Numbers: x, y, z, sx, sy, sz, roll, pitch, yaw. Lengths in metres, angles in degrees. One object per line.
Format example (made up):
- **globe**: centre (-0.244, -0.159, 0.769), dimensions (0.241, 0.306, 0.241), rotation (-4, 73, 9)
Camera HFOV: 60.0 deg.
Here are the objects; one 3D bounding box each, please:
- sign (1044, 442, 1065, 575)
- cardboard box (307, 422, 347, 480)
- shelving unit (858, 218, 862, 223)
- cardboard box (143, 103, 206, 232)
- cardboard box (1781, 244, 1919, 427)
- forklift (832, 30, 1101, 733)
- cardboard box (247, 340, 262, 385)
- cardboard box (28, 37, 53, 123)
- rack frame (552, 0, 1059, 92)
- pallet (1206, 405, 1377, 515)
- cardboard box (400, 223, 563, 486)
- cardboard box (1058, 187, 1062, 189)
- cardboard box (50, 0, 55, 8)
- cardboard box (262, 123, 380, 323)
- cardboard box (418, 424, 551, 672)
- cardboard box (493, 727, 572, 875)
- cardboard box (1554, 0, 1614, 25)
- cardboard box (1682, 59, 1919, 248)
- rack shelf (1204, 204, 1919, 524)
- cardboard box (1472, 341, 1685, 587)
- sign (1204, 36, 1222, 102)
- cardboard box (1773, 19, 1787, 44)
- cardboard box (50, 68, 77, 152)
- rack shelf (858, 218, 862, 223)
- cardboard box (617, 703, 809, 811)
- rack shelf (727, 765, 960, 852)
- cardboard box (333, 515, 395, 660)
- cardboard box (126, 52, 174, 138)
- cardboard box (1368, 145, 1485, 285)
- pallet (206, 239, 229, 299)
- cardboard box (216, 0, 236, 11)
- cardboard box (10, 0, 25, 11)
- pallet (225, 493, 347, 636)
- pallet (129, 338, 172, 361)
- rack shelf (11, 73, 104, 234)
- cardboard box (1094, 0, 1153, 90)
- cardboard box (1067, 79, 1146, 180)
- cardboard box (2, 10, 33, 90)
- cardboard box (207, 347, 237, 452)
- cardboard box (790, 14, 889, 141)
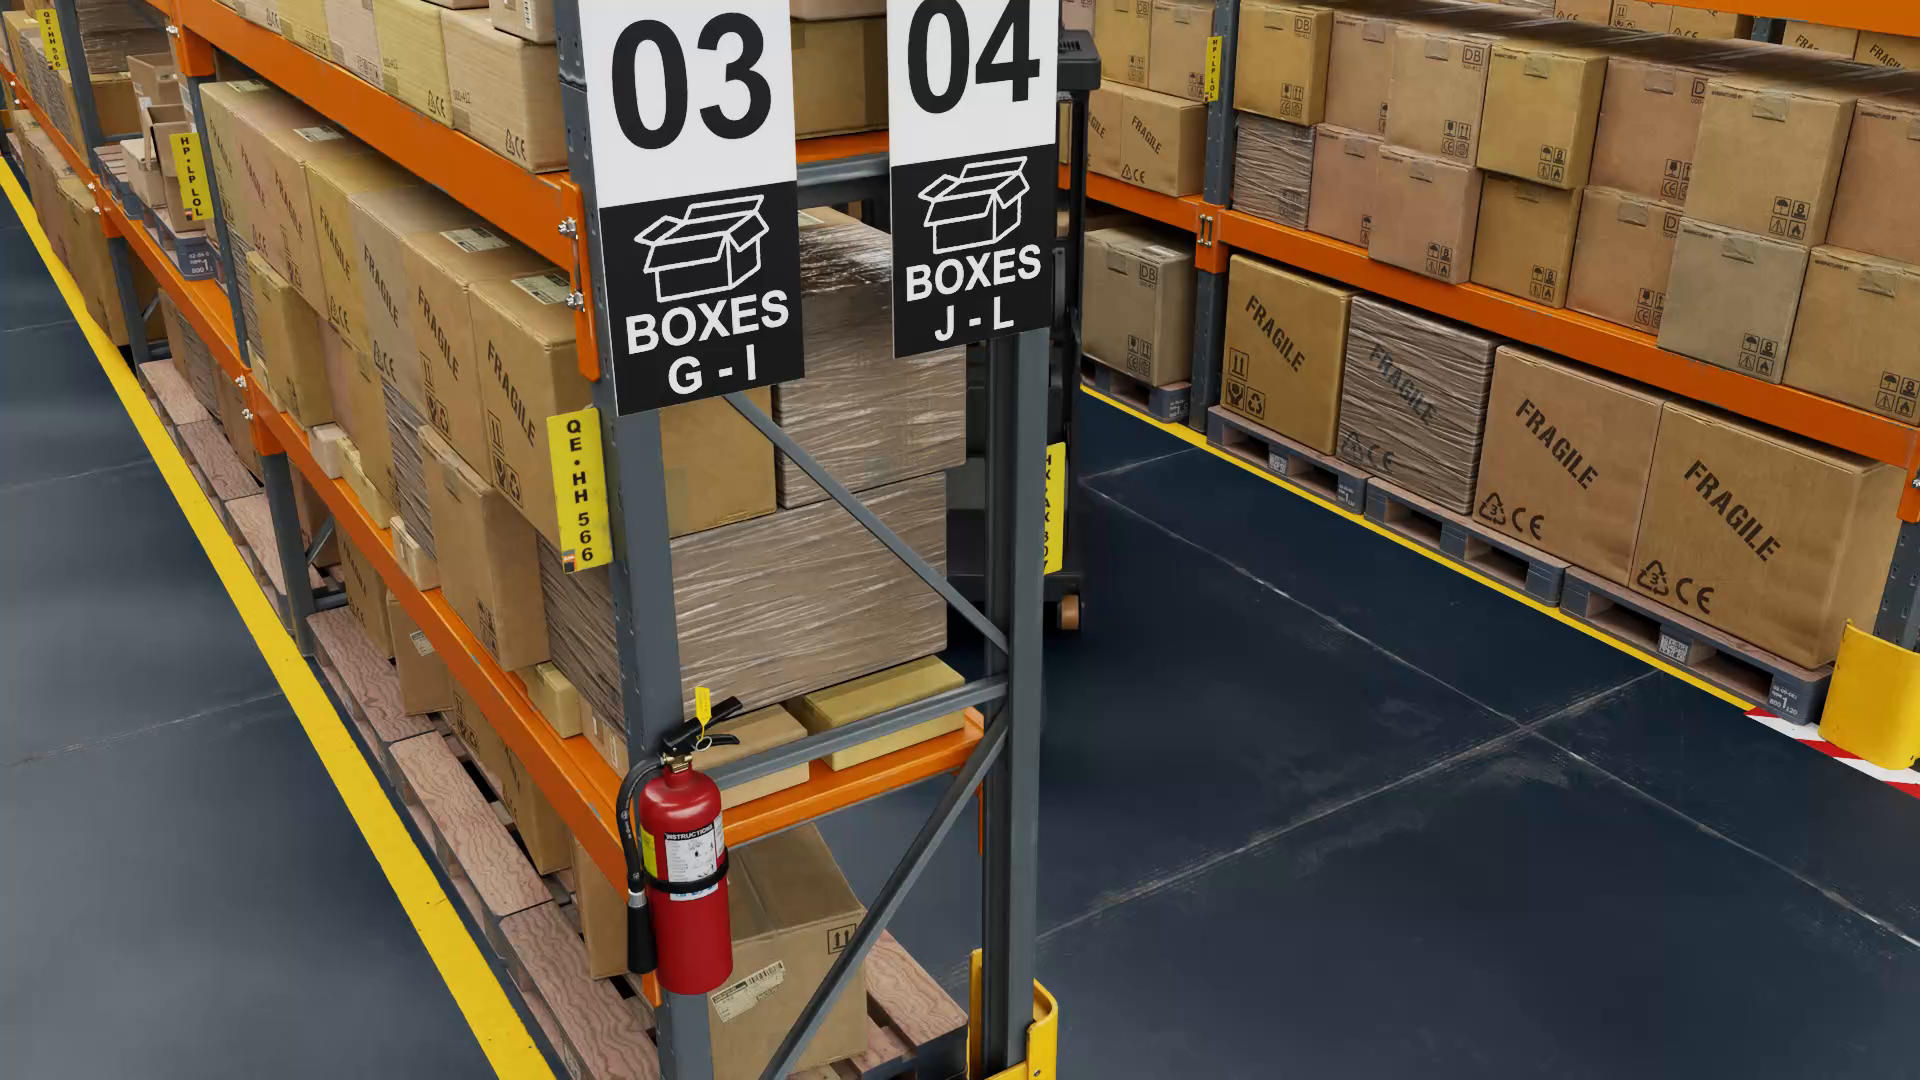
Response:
- **sign**: centre (0.199, -0.066, 3.863), dimensions (0.100, 0.325, 0.005), rotation (-16, 29, -30)
- **cardboard box**: centre (-2.042, -0.357, 5.786), dimensions (0.380, 0.149, 0.250), rotation (-16, 29, -30)
- **shelving unit**: centre (4.503, -4.089, 10.765), dimensions (11.805, 5.066, 0.494), rotation (-14, 29, -27)
- **cardboard box**: centre (-3.463, -1.814, 7.966), dimensions (0.797, 0.503, 0.637), rotation (-12, 28, -24)
- **cardboard box**: centre (3.715, -0.858, 6.378), dimensions (0.875, 0.550, 0.550), rotation (-16, 29, -30)
- **forklift**: centre (-0.012, -1.055, 7.052), dimensions (1.121, 2.935, 3.031), rotation (0, 25, 1)
- **cardboard box**: centre (-2.574, -0.718, 6.552), dimensions (0.380, 0.149, 0.250), rotation (-16, 29, -30)
- **cardboard box**: centre (-5.930, -3.121, 11.229), dimensions (0.500, 0.500, 0.500), rotation (-15, 29, -29)
- **rack frame**: centre (-0.256, -2.261, 2.499), dimensions (1.000, 3.000, 0.127), rotation (-16, 29, -30)
- **pallet**: centre (2.121, -0.548, 9.163), dimensions (1.003, 0.211, 1.213), rotation (-16, 29, -30)
- **cardboard box**: centre (-1.041, -0.497, 4.152), dimensions (0.500, 0.500, 0.500), rotation (-16, 29, -30)
- **cardboard box**: centre (0.325, -2.151, 11.437), dimensions (1.050, 0.750, 0.750), rotation (-15, 29, -29)
- **cardboard box**: centre (-5.362, -3.408, 10.662), dimensions (0.797, 0.503, 0.637), rotation (-15, 29, -28)
- **cardboard box**: centre (-1.860, -1.033, 5.288), dimensions (0.500, 0.500, 0.500), rotation (-16, 29, -30)
- **cardboard box**: centre (-0.906, -0.082, 4.445), dimensions (0.875, 0.500, 0.500), rotation (-16, 29, -30)
- **cardboard box**: centre (-1.263, 0.731, 5.625), dimensions (0.500, 0.500, 0.500), rotation (-13, 28, -25)
- **cardboard box**: centre (4.871, -4.133, 12.534), dimensions (0.500, 0.500, 0.500), rotation (-14, 29, -28)
- **cardboard box**: centre (3.408, -1.541, 6.560), dimensions (0.875, 0.550, 0.550), rotation (-16, 29, -30)
- **rack shelf**: centre (2.863, -1.058, 7.820), dimensions (1.077, 0.370, 4.000), rotation (-16, 29, -30)
- **cardboard box**: centre (3.048, -0.439, 7.662), dimensions (0.875, 0.875, 0.875), rotation (-16, 30, -30)
- **sign**: centre (1.322, -2.457, 8.677), dimensions (0.100, 0.325, 0.005), rotation (-16, 29, -30)
- **cardboard box**: centre (5.848, -3.893, 12.025), dimensions (0.500, 0.500, 0.500), rotation (-15, 29, -28)
- **cardboard box**: centre (-5.158, -2.815, 10.582), dimensions (1.016, 0.500, 0.509), rotation (-16, 30, -31)
- **rack shelf**: centre (-0.427, -1.448, 8.885), dimensions (0.431, 0.518, 0.480), rotation (-14, 29, -27)
- **cardboard box**: centre (-0.584, 0.511, 3.947), dimensions (0.380, 0.149, 0.250), rotation (-16, 29, -30)
- **rack shelf**: centre (-1.347, -0.003, 5.418), dimensions (0.831, 0.071, 3.687), rotation (-16, 29, -30)
- **cardboard box**: centre (-2.254, 0.114, 6.931), dimensions (0.500, 0.500, 0.500), rotation (-17, 30, -31)
- **cardboard box**: centre (-4.295, -2.461, 9.340), dimensions (0.500, 0.500, 0.500), rotation (-20, 32, -36)
- **cardboard box**: centre (2.498, -1.625, 8.004), dimensions (0.875, 0.550, 0.550), rotation (-16, 29, -30)
- **pallet**: centre (-2.735, -1.200, 7.502), dimensions (1.003, 0.211, 1.213), rotation (-16, 29, -30)
- **cardboard box**: centre (-2.115, -1.859, 5.336), dimensions (0.500, 0.250, 0.500), rotation (-16, 30, -30)
- **cardboard box**: centre (-7.281, -4.348, 12.896), dimensions (0.500, 0.500, 0.500), rotation (-15, 29, -28)
- **pallet**: centre (-2.865, 0.004, 7.995), dimensions (1.003, 0.211, 1.213), rotation (-16, 29, -30)
- **pallet**: centre (-4.990, -1.448, 11.071), dimensions (1.003, 0.211, 1.213), rotation (-16, 29, -30)
- **rack shelf**: centre (-5.715, -2.800, 11.510), dimensions (1.077, 0.370, 4.000), rotation (-16, 29, -30)
- **cardboard box**: centre (1.213, -2.956, 9.709), dimensions (0.700, 0.500, 0.500), rotation (-16, 30, -30)
- **cardboard box**: centre (0.987, -2.449, 9.807), dimensions (0.500, 0.500, 0.500), rotation (-16, 30, -30)
- **cardboard box**: centre (-6.765, -3.663, 12.378), dimensions (0.500, 0.500, 0.500), rotation (-15, 29, -29)
- **cardboard box**: centre (-3.612, -0.847, 8.943), dimensions (0.700, 0.500, 0.500), rotation (-13, 28, -25)
- **cardboard box**: centre (-0.302, -1.070, 3.664), dimensions (0.500, 0.250, 0.500), rotation (-15, 29, -28)
